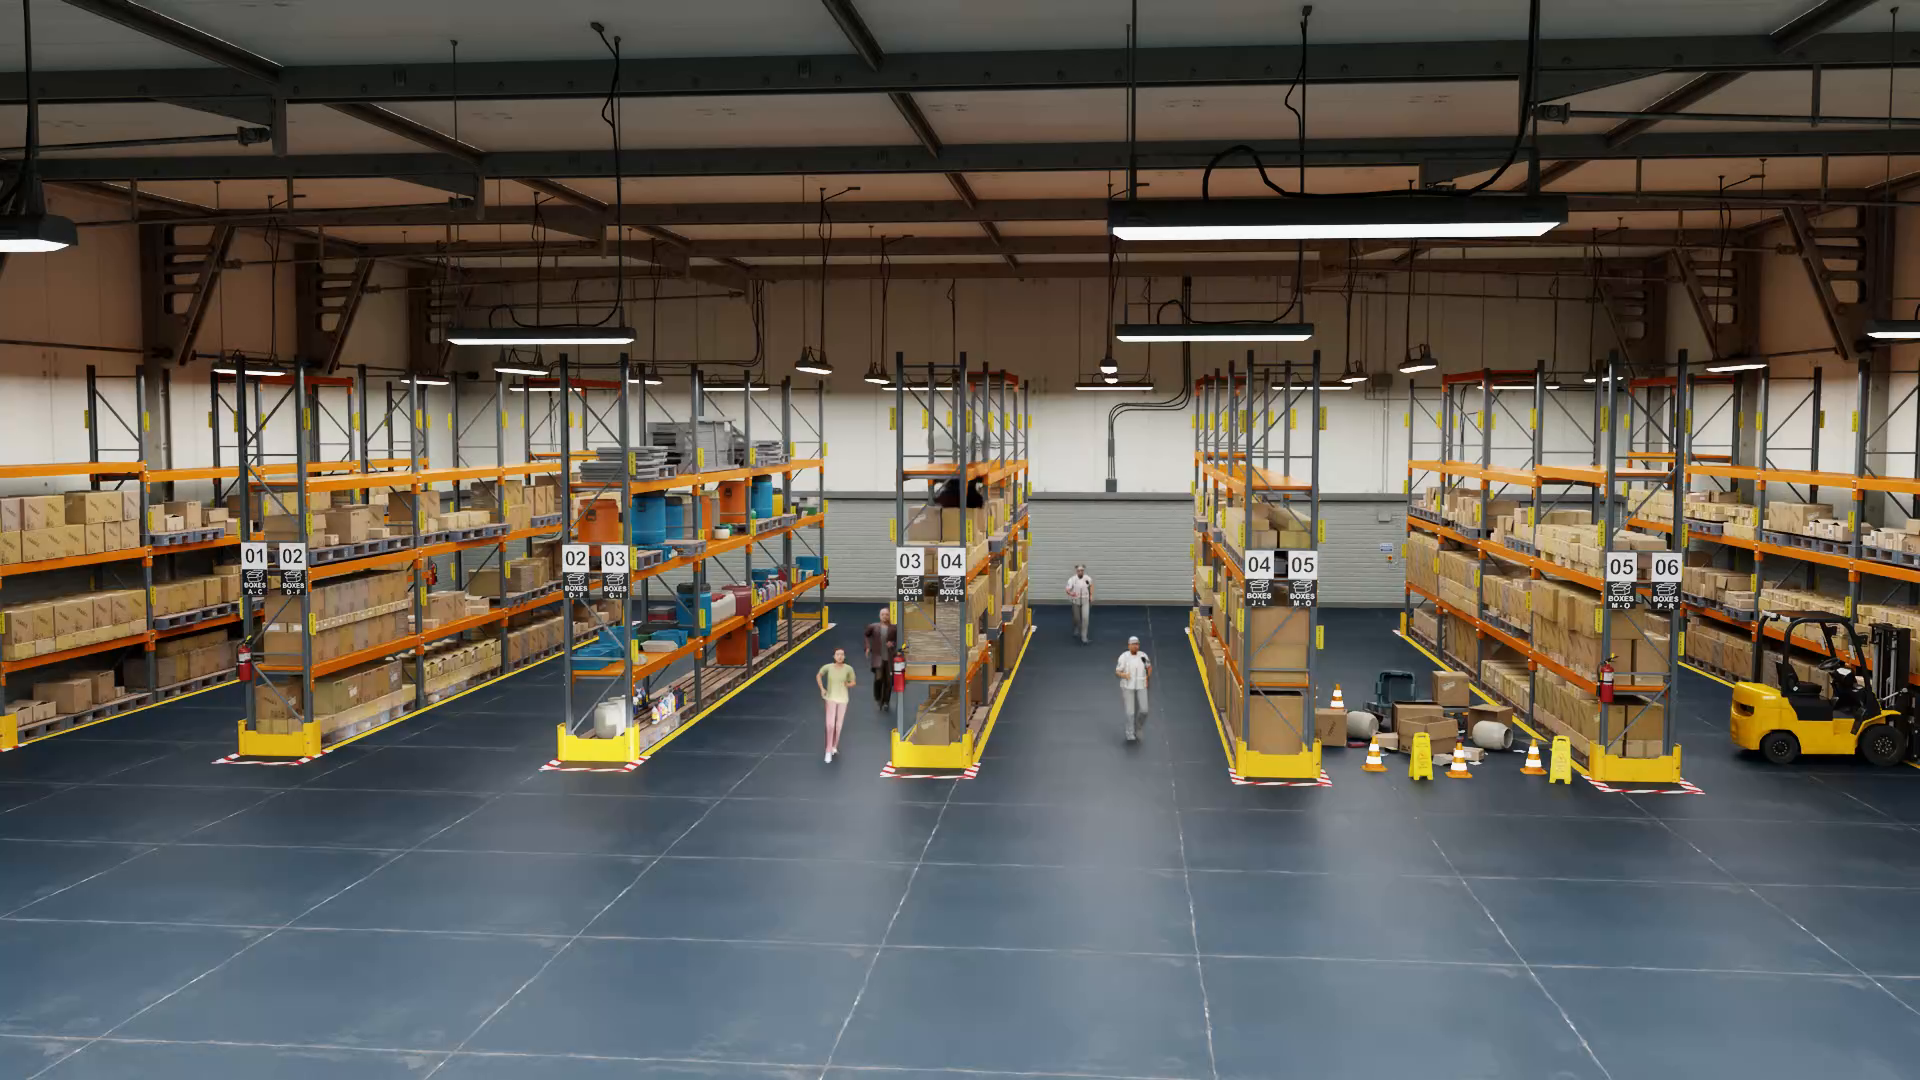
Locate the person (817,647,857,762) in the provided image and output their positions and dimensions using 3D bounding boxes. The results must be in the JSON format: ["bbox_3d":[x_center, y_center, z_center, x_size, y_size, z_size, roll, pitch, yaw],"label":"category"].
[{"bbox_3d":[-1.826,2.433,24.726,0.576,1.716,0.698,-1,4,-11],"label":"person"}]

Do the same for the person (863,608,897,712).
[{"bbox_3d":[-1.318,2.079,28.732,0.675,1.794,0.746,-1,4,-7],"label":"person"}]

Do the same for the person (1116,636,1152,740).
[{"bbox_3d":[2.744,2.339,26.016,0.591,1.626,0.576,0,4,-4],"label":"person"}]

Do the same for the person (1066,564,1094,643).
[{"bbox_3d":[2.748,1.421,38.061,0.653,1.770,0.955,0,4,-2],"label":"person"}]
